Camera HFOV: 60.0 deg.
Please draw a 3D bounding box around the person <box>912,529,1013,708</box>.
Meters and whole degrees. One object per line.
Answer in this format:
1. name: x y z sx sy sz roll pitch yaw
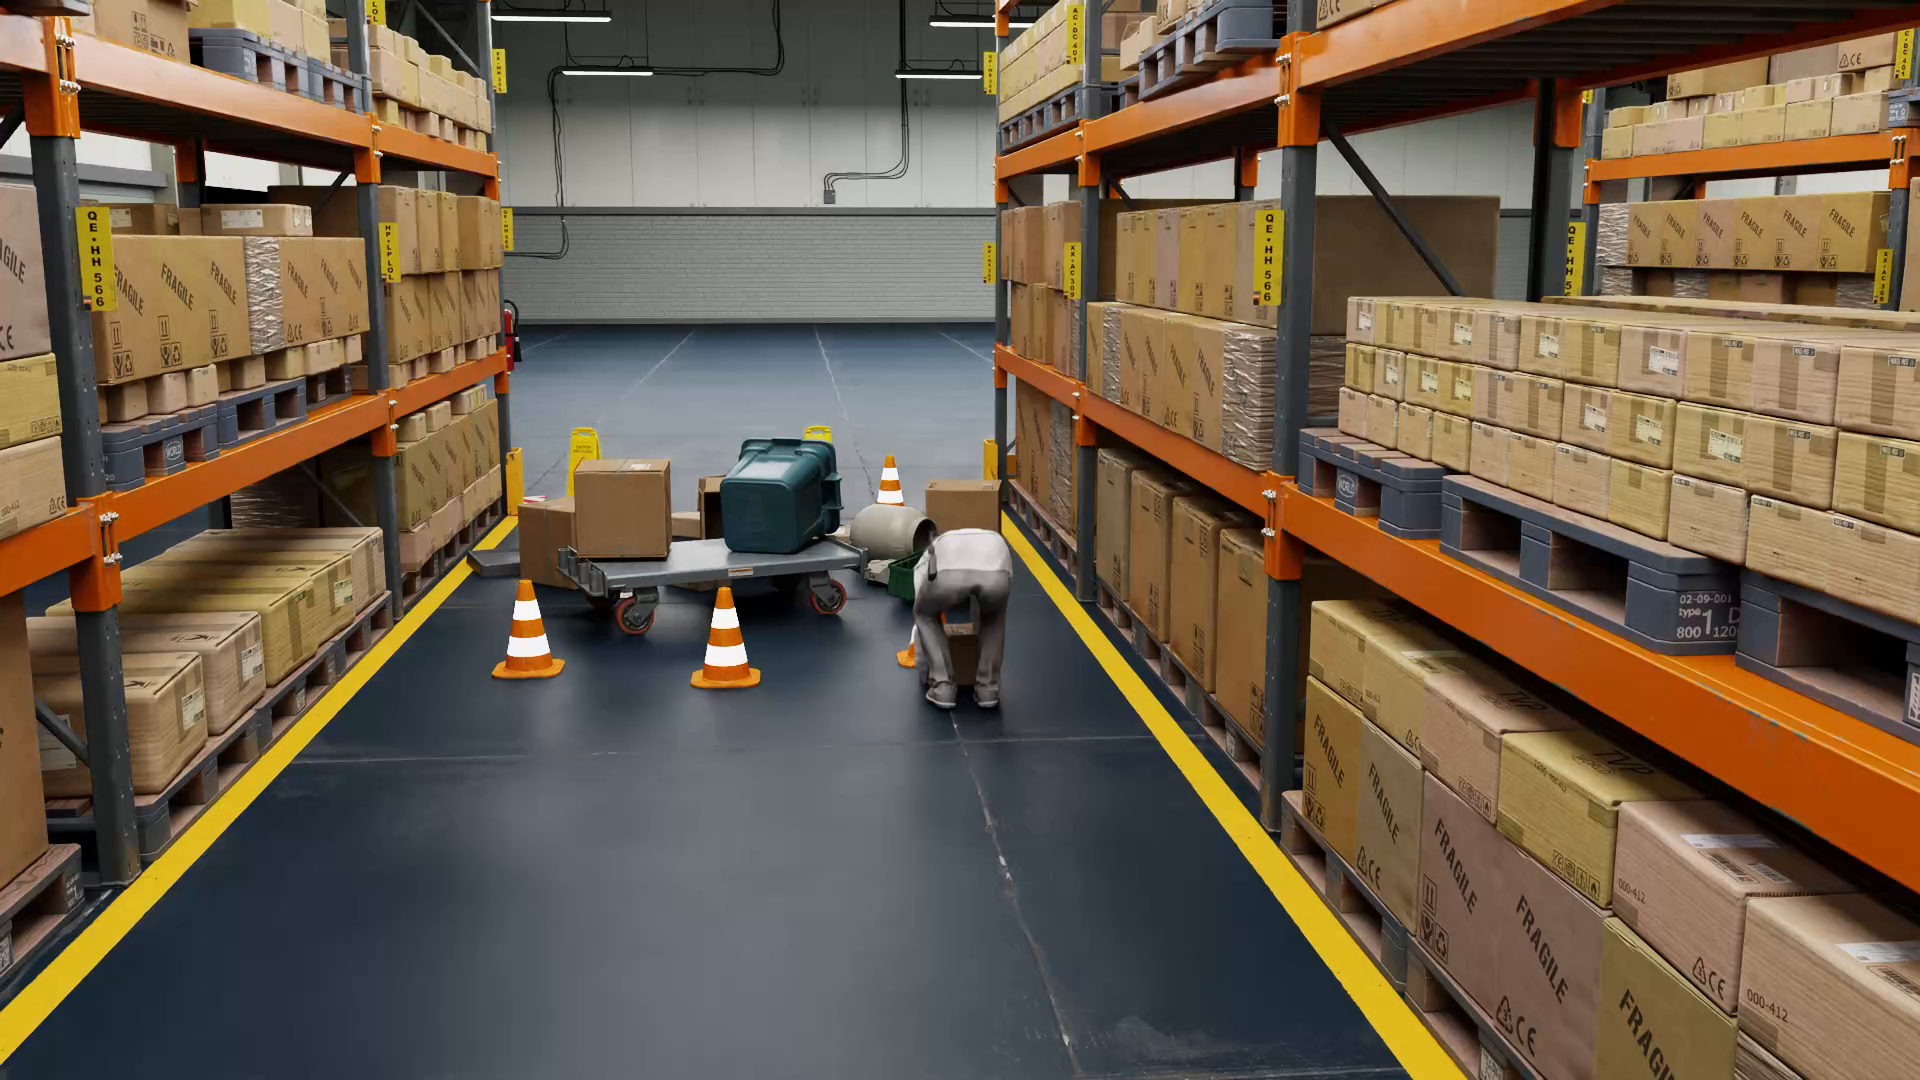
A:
1. person: 0.002 0.339 7.843 0.447 0.851 0.887 -2 10 -9
